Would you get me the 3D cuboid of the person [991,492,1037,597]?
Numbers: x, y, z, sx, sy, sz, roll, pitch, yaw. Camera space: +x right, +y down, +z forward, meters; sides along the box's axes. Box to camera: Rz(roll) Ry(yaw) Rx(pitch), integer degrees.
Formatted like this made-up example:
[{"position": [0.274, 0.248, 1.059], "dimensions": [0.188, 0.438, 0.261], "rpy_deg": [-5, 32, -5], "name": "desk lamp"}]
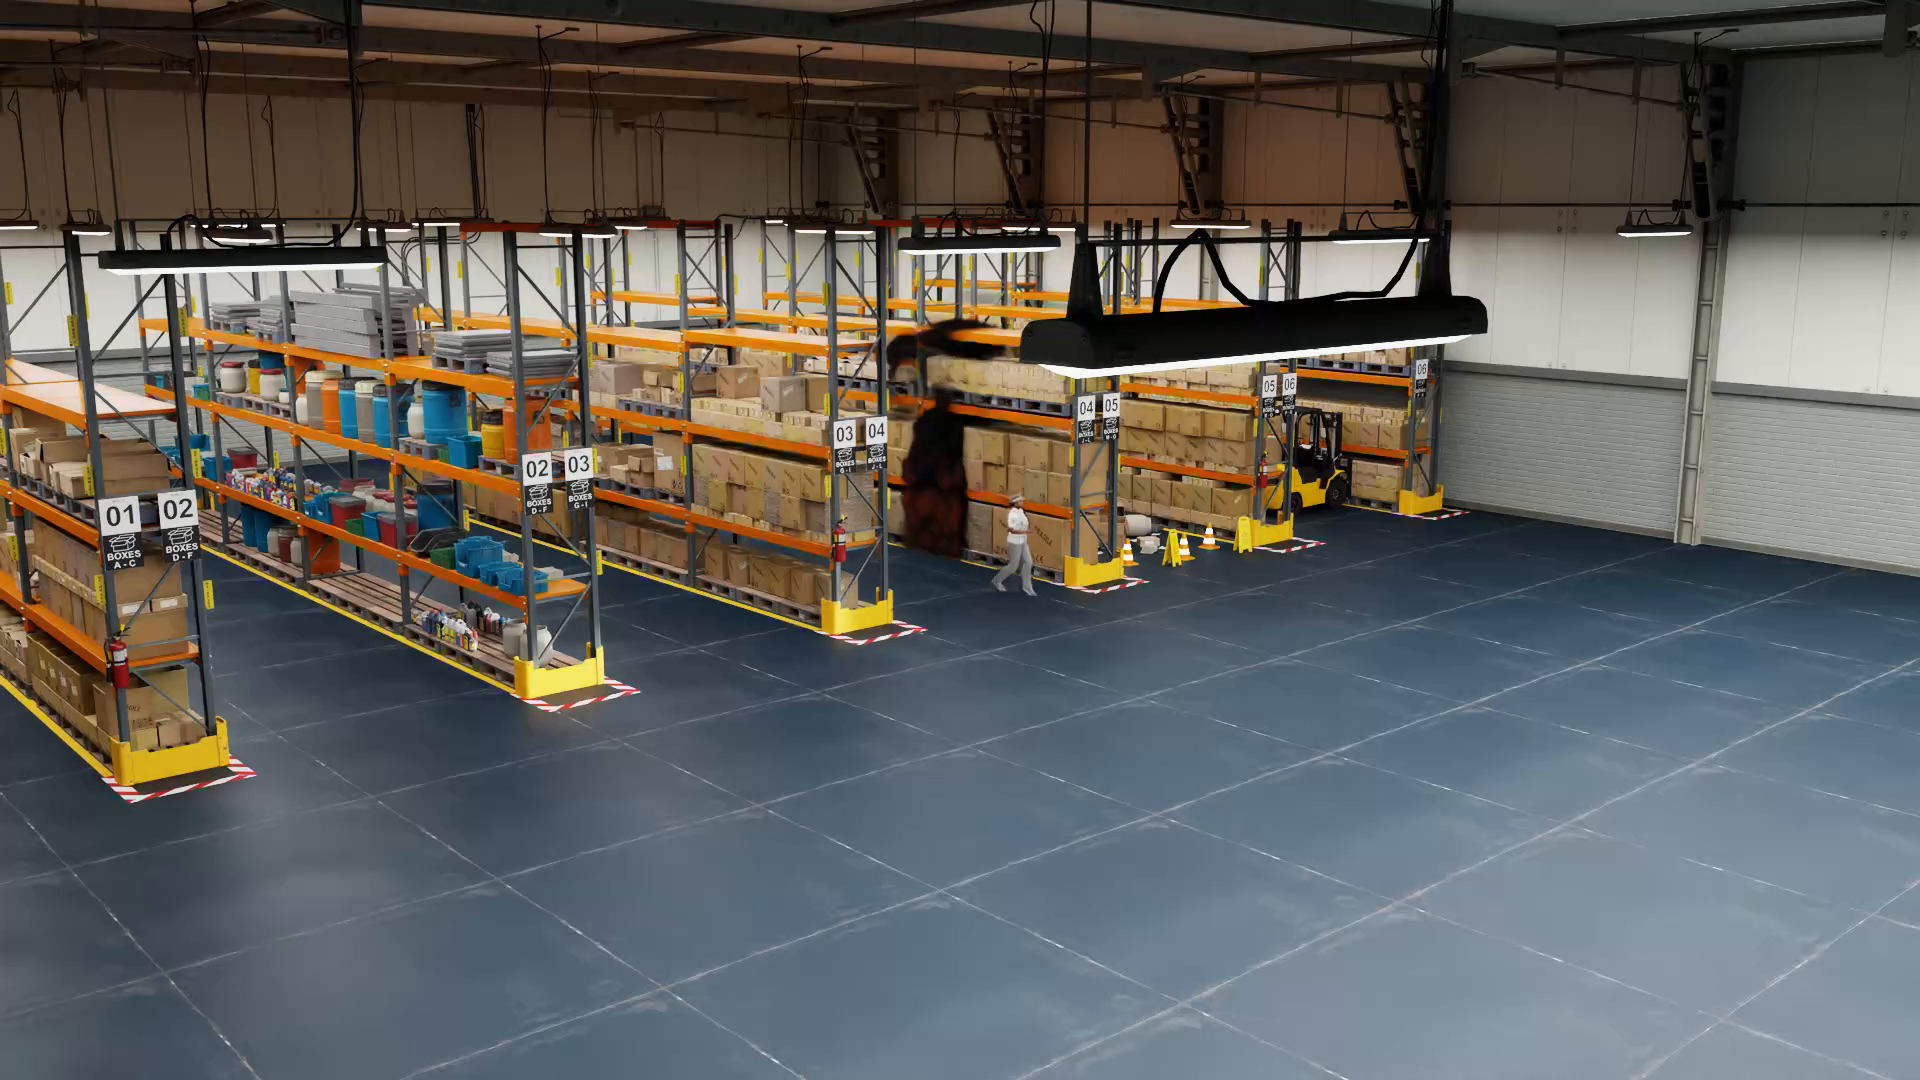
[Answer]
[{"position": [0.892, 0.082, 27.252], "dimensions": [0.785, 1.766, 0.613], "rpy_deg": [4, 12, 19], "name": "person"}]
